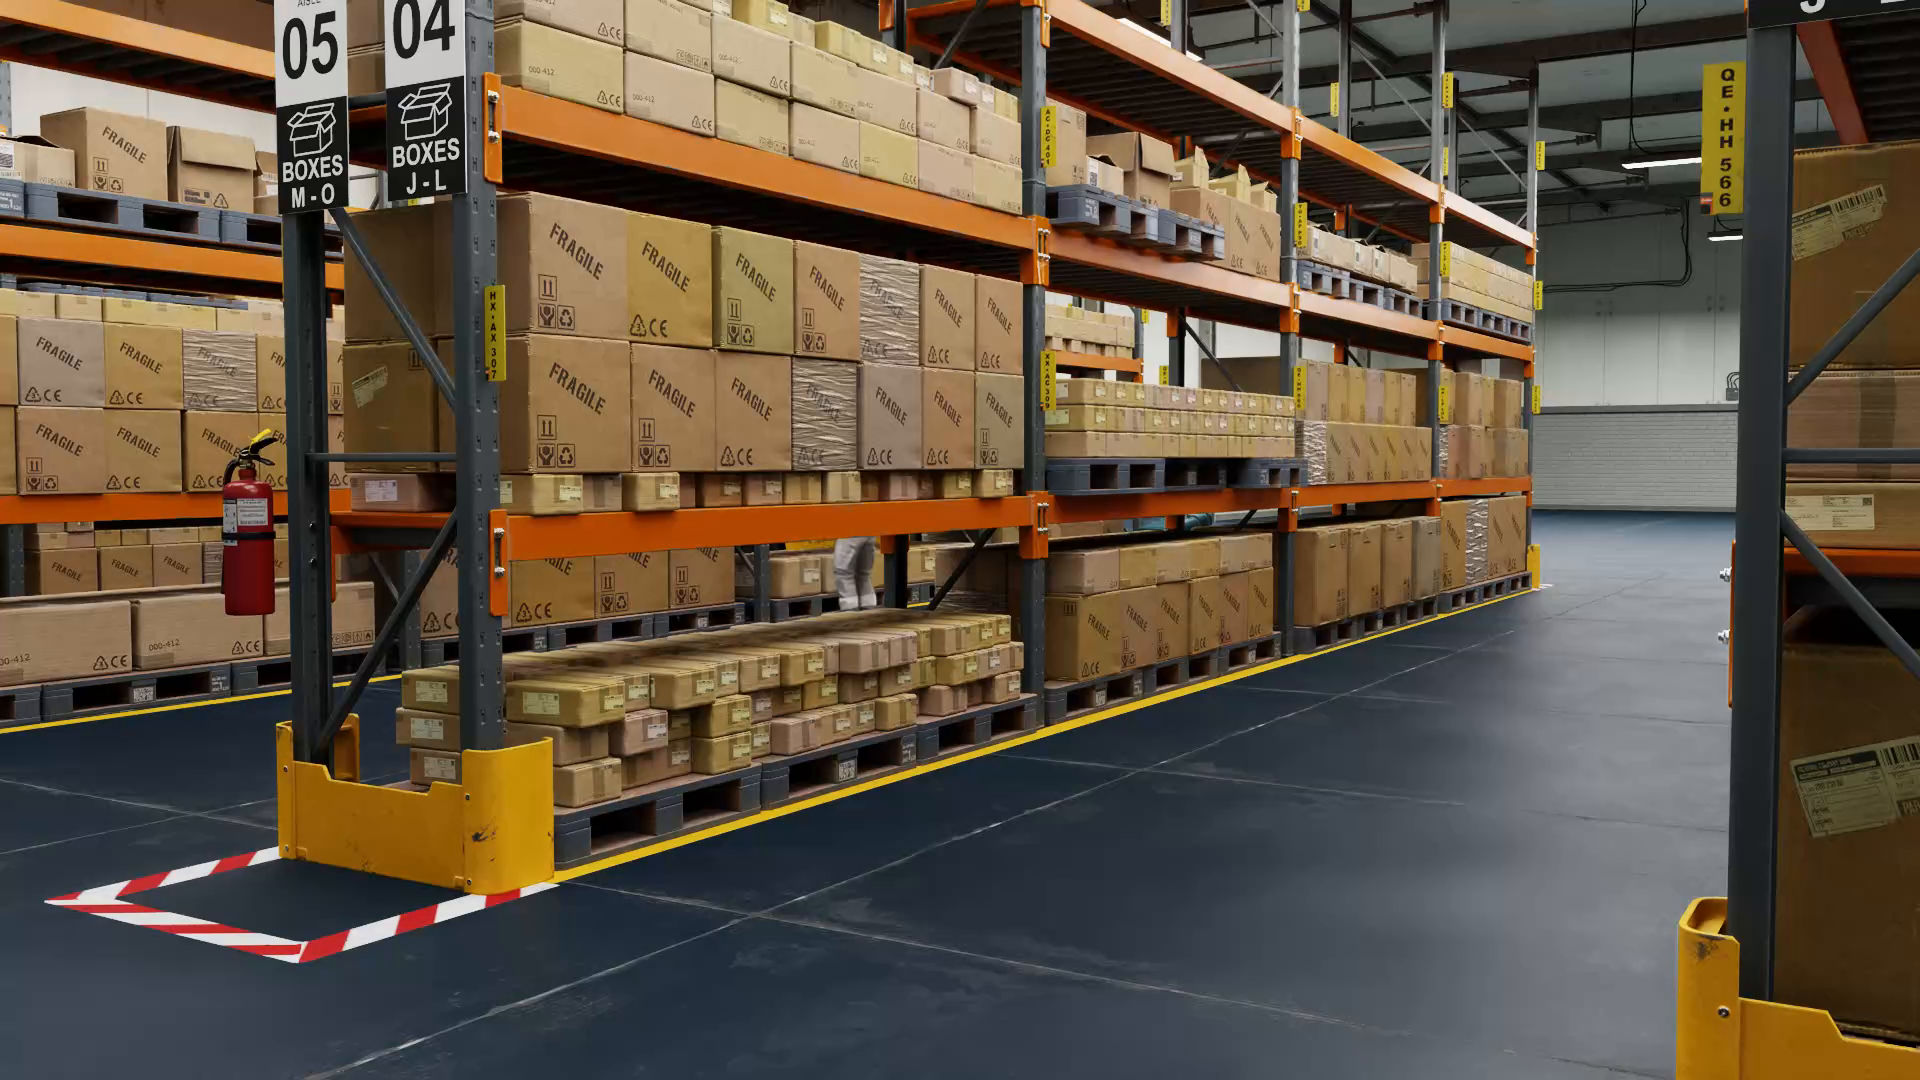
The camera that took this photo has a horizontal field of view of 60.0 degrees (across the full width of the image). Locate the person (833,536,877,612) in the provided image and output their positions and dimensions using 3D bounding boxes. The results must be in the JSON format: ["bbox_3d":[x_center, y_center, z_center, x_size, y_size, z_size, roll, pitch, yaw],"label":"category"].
[{"bbox_3d":[-0.948,-0.063,13.960,0.564,1.782,0.493,2,3,31],"label":"person"}]
